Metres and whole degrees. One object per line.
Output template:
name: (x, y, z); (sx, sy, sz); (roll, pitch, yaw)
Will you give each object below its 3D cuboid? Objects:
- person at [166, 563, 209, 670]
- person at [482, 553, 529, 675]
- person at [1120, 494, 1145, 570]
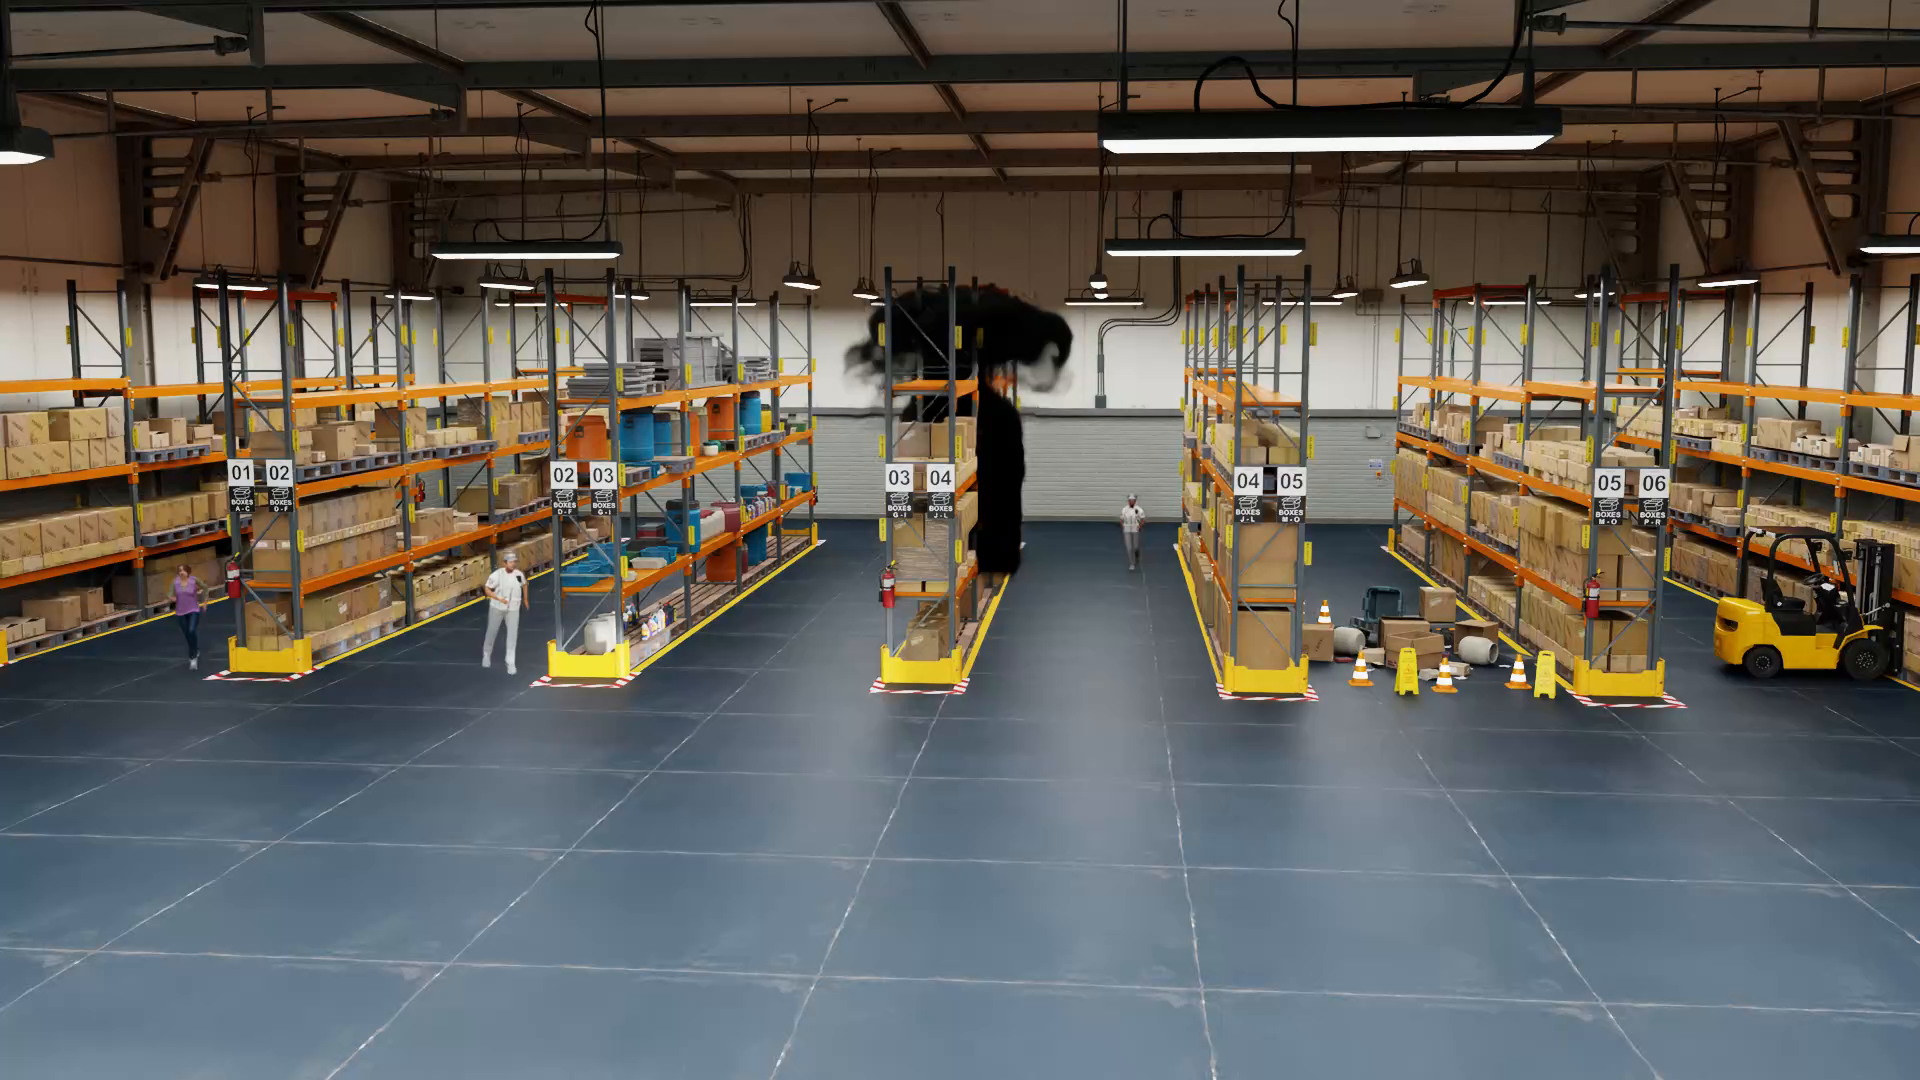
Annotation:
person: (-11.793, 1.139, 25.420); (0.563, 1.622, 0.763); (-1, 7, -8)
person: (-6.512, 1.028, 23.956); (0.680, 1.693, 0.823); (-4, 8, -30)
person: (3.722, -0.183, 35.985); (0.555, 1.649, 0.550); (1, 7, 12)
